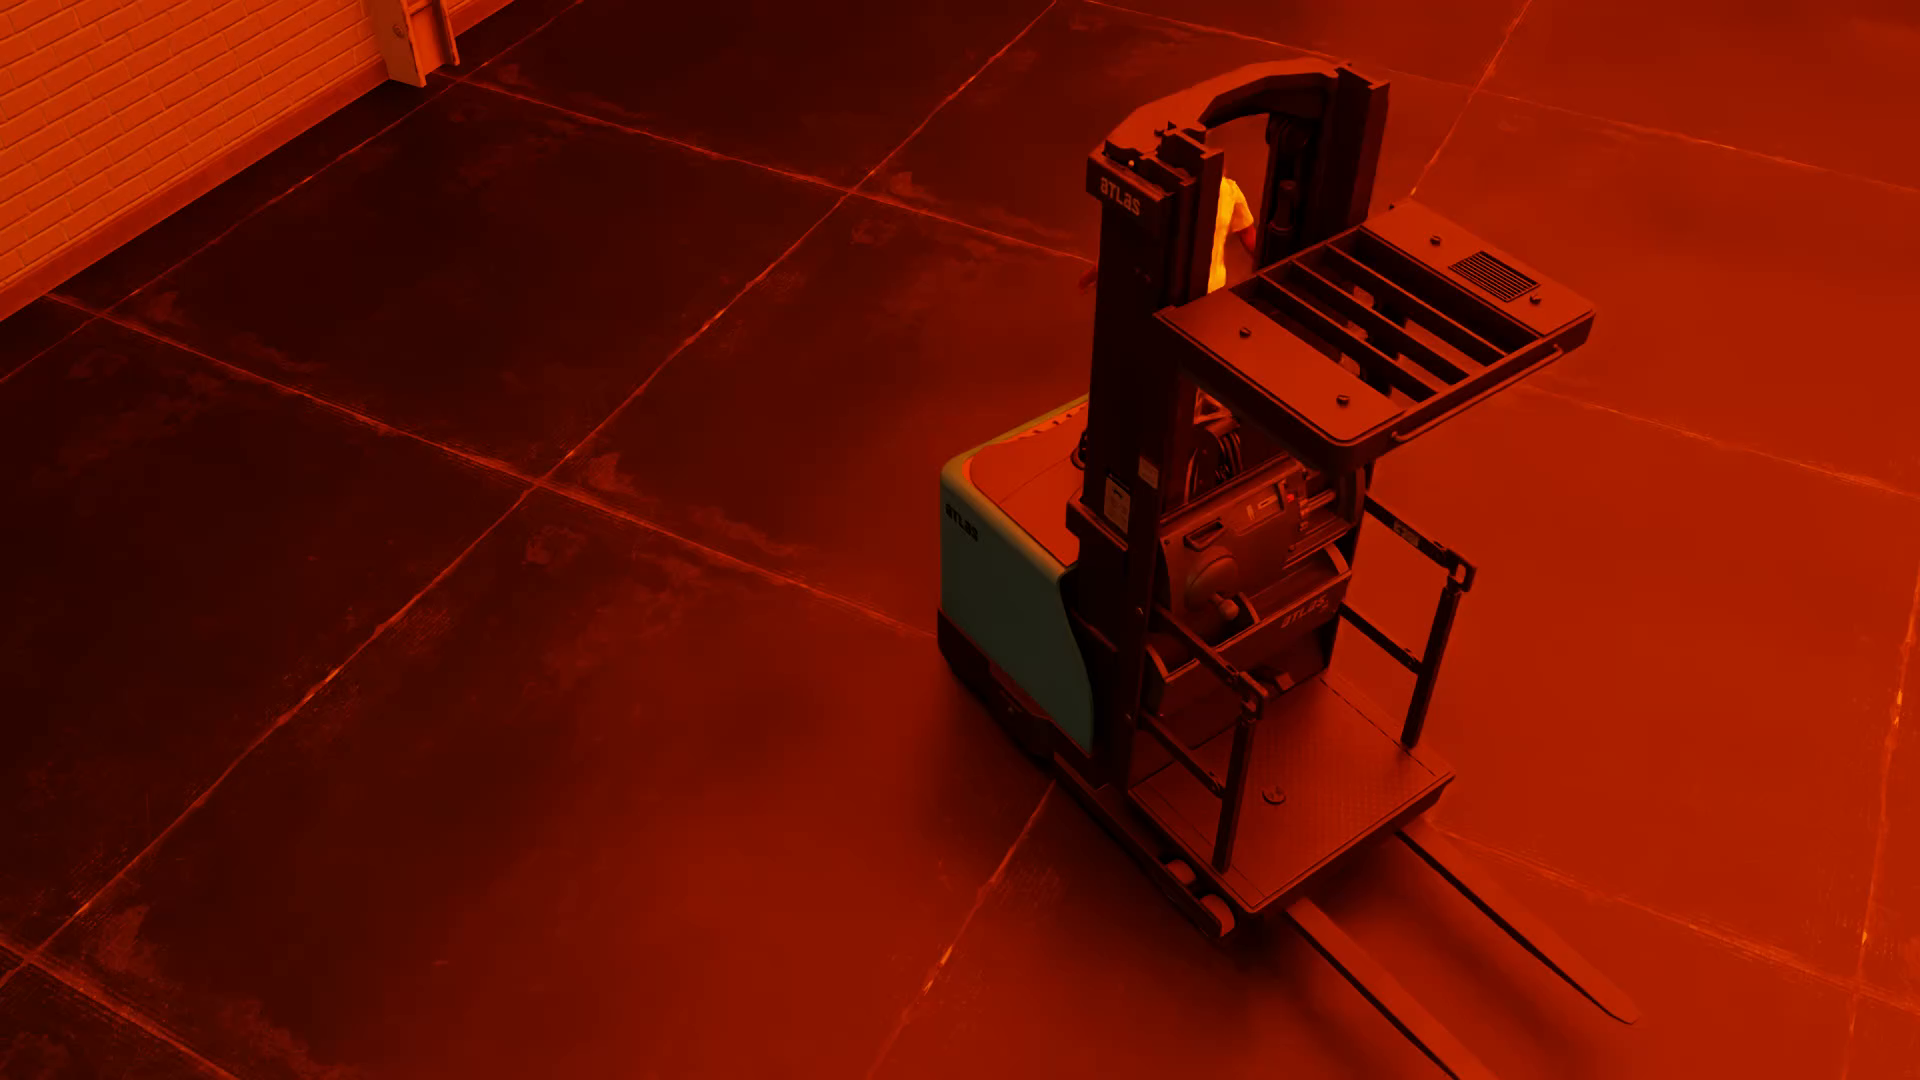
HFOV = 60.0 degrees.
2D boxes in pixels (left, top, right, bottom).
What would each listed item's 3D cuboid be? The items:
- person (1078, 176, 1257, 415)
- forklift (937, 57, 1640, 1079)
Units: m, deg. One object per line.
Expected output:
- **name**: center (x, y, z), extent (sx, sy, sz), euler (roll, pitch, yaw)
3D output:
- **person**: center (1.085, -1.214, 7.968), extent (1.018, 1.617, 0.535), euler (-12, 45, -12)
- **forklift**: center (1.180, 0.034, 5.618), extent (1.130, 2.935, 3.031), euler (-27, 49, -26)
